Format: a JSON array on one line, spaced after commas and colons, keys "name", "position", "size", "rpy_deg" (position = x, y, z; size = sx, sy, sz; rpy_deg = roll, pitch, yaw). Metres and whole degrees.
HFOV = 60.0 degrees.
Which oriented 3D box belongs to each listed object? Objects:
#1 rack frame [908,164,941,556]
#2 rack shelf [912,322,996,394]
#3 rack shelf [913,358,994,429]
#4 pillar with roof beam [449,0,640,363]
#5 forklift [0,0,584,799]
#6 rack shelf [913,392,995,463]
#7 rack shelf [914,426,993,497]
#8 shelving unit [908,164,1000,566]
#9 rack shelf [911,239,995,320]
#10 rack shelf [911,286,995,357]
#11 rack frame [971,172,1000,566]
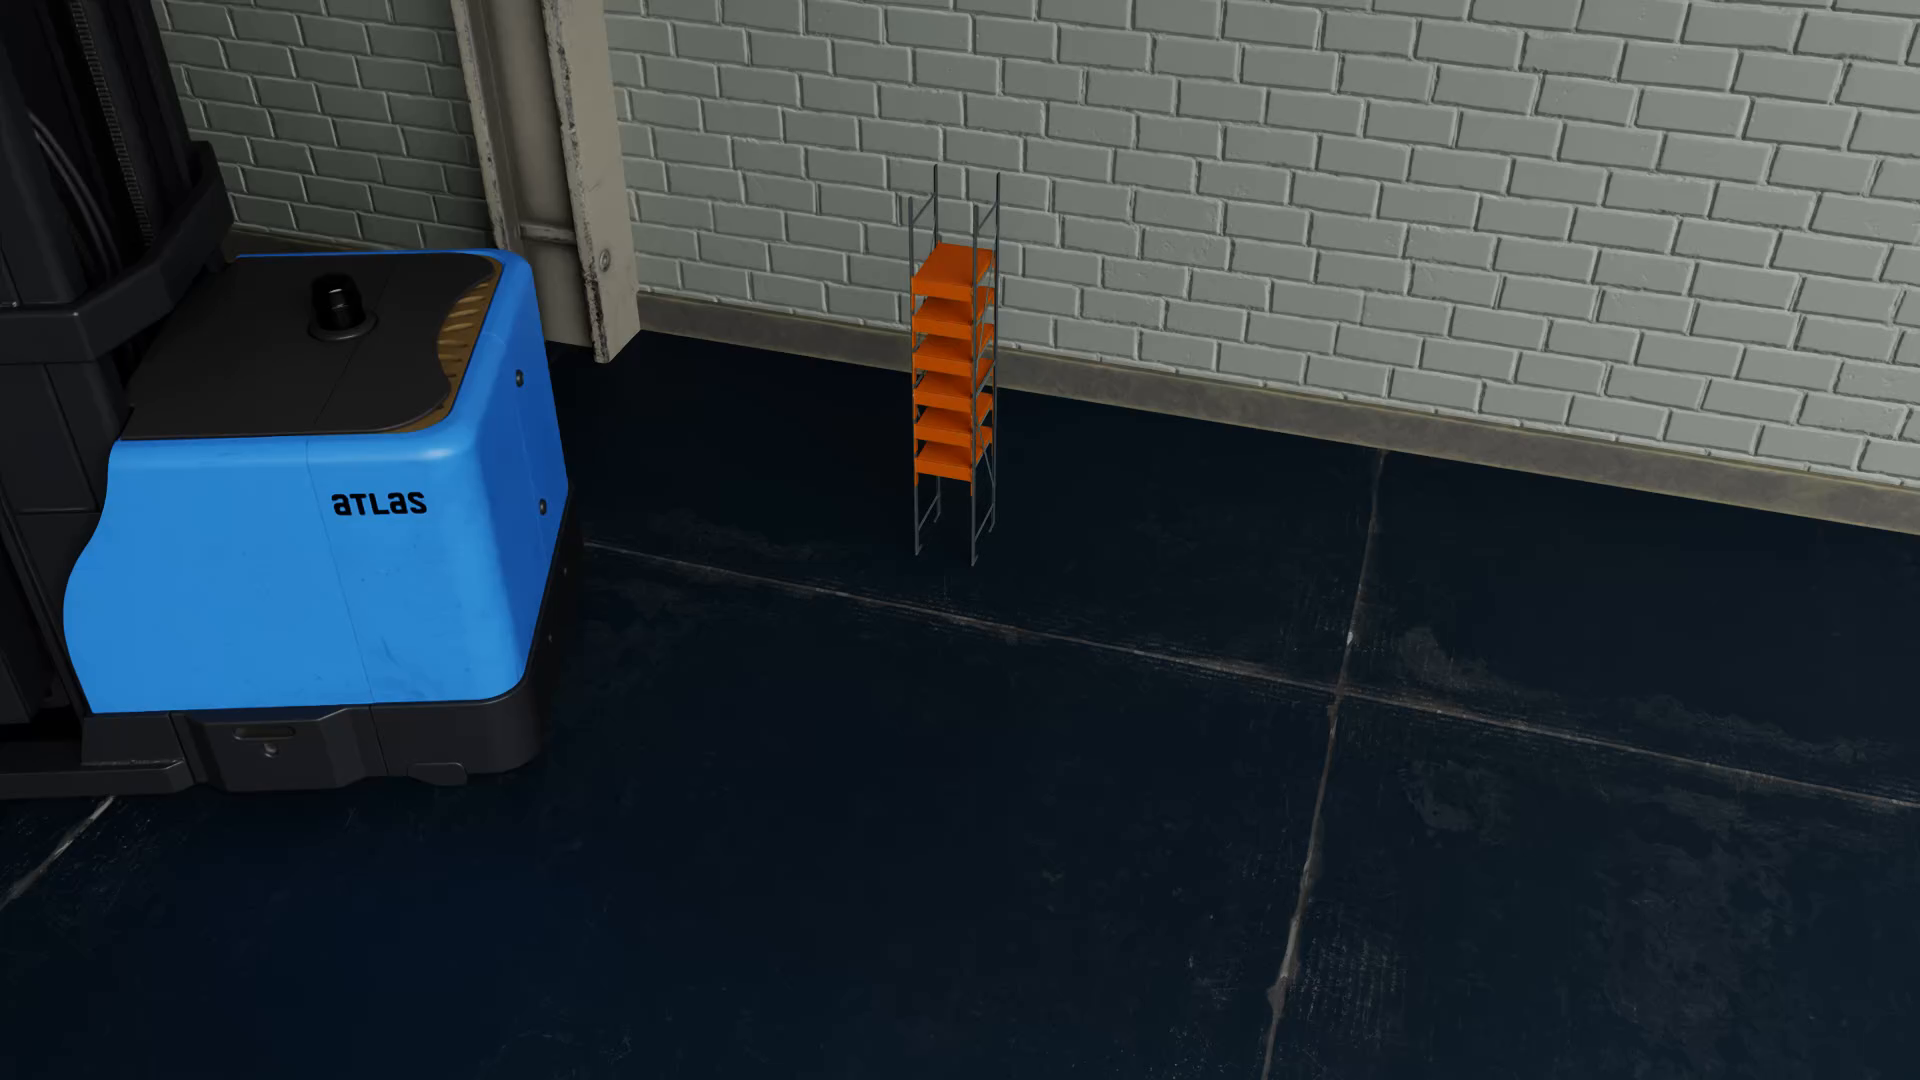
[{"name": "rack frame", "position": [-0.101, -0.502, 4.920], "size": [0.006, 1.200, 0.240], "rpy_deg": [10, 38, 14]}, {"name": "rack shelf", "position": [-0.014, -0.547, 4.853], "size": [0.180, 0.103, 0.258], "rpy_deg": [10, 38, 14]}, {"name": "rack shelf", "position": [-0.014, -0.450, 4.924], "size": [0.180, 0.103, 0.258], "rpy_deg": [10, 38, 14]}, {"name": "pillar with roof beam", "position": [-2.728, -1.961, 0.323], "size": [0.400, 9.000, 9.100], "rpy_deg": [10, 38, 14]}, {"name": "forklift", "position": [-2.638, -0.787, 3.847], "size": [3.031, 2.935, 1.130], "rpy_deg": [-2, 36, -2]}, {"name": "rack shelf", "position": [-0.014, -0.353, 4.995], "size": [0.180, 0.103, 0.258], "rpy_deg": [10, 38, 14]}, {"name": "rack shelf", "position": [-0.014, -0.257, 5.066], "size": [0.180, 0.103, 0.258], "rpy_deg": [10, 38, 14]}, {"name": "shelving unit", "position": [-0.014, -0.486, 4.898], "size": [0.189, 1.200, 0.258], "rpy_deg": [10, 38, 14]}, {"name": "rack shelf", "position": [-0.014, -0.740, 4.711], "size": [0.180, 0.103, 0.258], "rpy_deg": [10, 38, 14]}, {"name": "rack shelf", "position": [-0.014, -0.643, 4.782], "size": [0.180, 0.103, 0.258], "rpy_deg": [10, 38, 14]}, {"name": "rack frame", "position": [0.074, -0.470, 4.876], "size": [0.006, 1.200, 0.240], "rpy_deg": [10, 38, 14]}]
